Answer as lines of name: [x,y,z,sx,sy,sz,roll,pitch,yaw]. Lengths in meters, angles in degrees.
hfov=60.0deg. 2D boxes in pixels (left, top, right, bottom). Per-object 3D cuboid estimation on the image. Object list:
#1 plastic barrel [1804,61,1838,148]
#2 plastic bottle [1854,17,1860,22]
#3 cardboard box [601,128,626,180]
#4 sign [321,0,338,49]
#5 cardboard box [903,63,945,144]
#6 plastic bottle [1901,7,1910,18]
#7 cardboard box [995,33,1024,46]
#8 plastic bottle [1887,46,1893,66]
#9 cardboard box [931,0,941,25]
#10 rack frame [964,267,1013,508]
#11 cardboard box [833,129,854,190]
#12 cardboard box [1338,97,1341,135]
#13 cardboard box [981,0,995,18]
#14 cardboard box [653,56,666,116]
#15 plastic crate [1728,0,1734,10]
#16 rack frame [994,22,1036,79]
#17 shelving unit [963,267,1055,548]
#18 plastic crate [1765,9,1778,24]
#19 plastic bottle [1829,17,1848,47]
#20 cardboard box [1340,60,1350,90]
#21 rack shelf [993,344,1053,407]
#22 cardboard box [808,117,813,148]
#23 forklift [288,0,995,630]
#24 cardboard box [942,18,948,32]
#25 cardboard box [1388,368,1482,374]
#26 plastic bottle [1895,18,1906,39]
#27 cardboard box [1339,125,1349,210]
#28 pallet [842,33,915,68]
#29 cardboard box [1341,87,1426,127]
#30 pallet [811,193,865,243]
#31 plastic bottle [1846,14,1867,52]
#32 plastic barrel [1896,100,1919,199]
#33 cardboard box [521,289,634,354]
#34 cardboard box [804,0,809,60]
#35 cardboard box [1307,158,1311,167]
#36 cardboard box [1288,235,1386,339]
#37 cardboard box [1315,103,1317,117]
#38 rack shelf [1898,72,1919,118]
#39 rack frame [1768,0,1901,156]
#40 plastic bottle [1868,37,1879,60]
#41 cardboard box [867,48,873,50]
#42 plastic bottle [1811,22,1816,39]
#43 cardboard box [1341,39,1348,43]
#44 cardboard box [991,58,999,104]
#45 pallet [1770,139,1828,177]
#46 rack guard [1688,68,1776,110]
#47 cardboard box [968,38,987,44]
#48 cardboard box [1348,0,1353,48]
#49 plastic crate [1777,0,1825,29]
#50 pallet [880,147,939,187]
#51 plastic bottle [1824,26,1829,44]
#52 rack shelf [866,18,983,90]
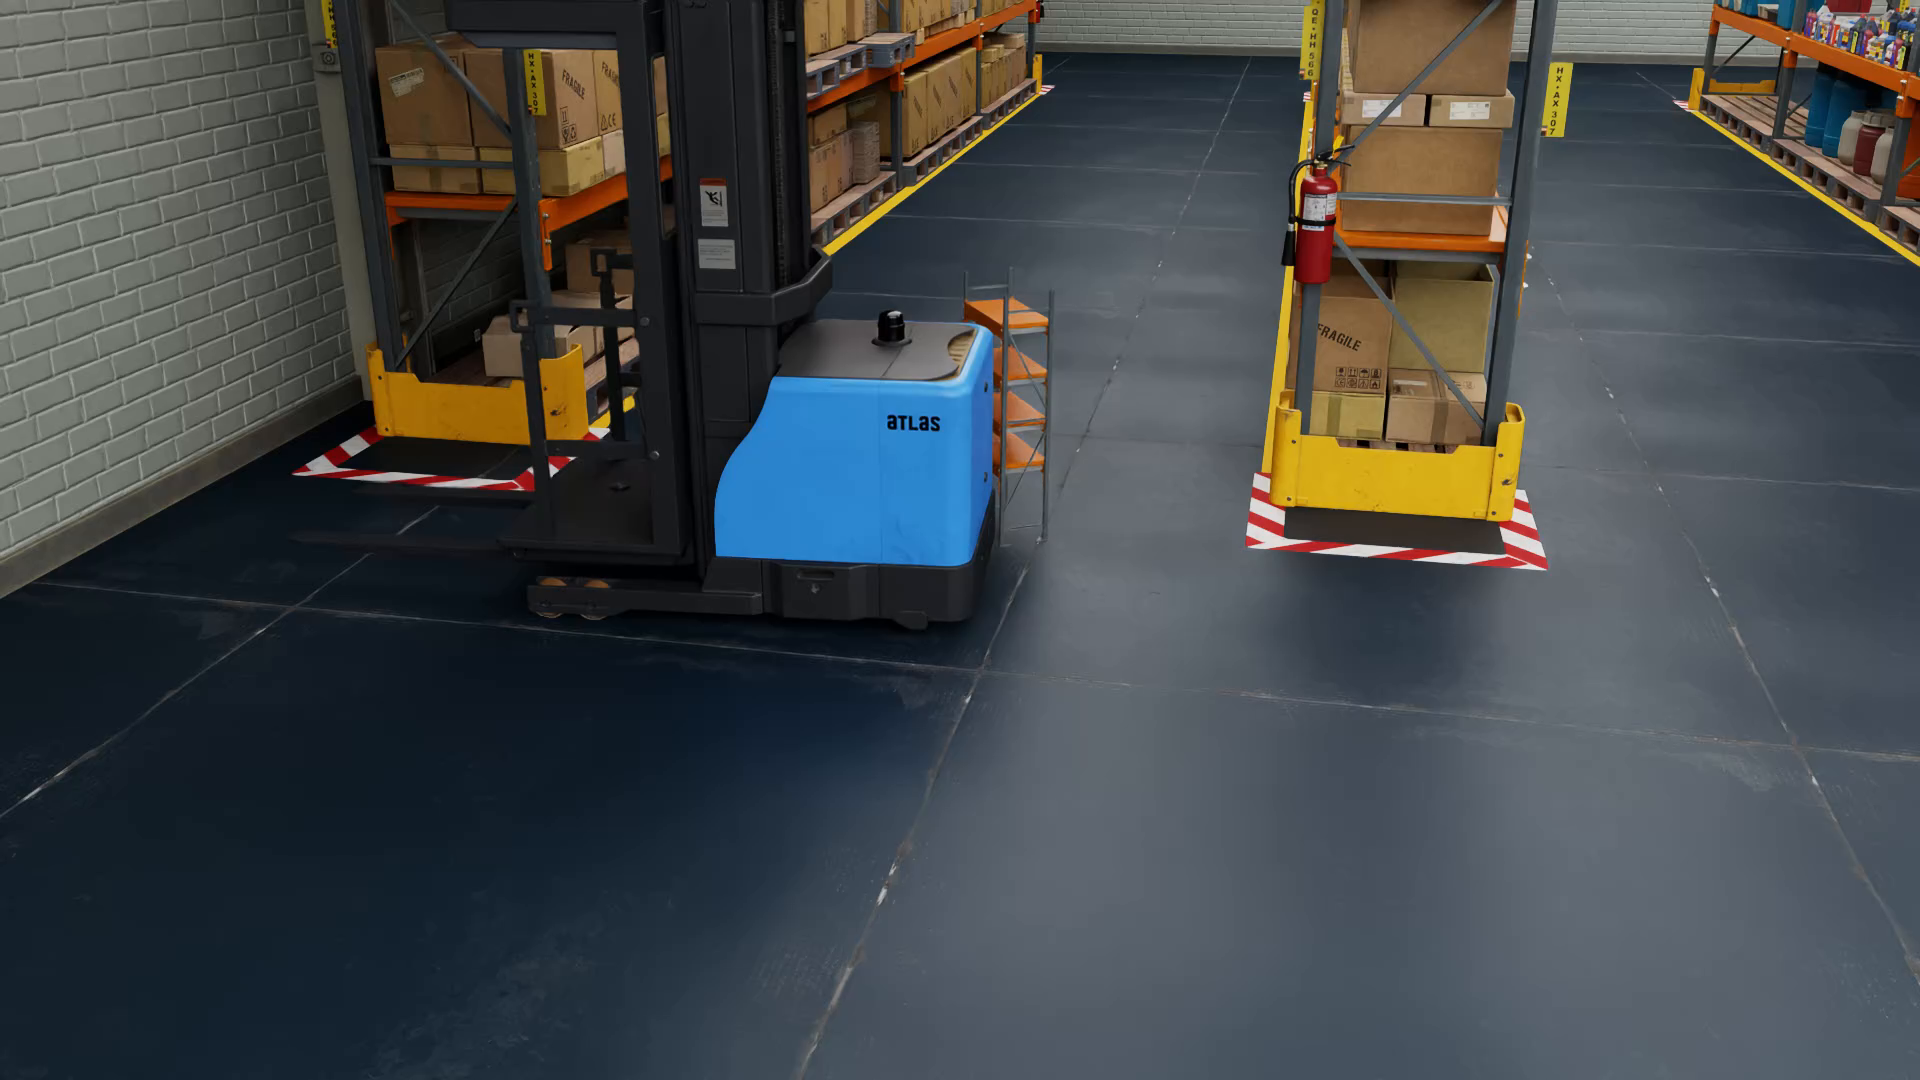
plastic barrel: [9.321,-4.626,17.572,0.600,0.901,0.708,4,22,11]
plastic bottle: [8.941,-5.055,16.555,0.152,0.276,0.135,4,22,11]
cardboard box: [-2.196,-2.254,9.609,0.500,0.250,0.500,4,22,9]
sign: [-3.238,-2.702,8.576,0.100,0.325,0.005,4,22,11]
cardboard box: [-0.603,-4.671,17.753,0.750,0.750,0.750,4,22,11]
plastic bottle: [9.581,-5.219,16.862,0.144,0.351,0.185,4,22,11]
cardboard box: [0.673,-6.832,22.719,0.380,0.149,0.250,4,22,10]
plastic bottle: [8.386,-4.353,14.913,0.097,0.201,0.097,0,22,0]
cardboard box: [-0.498,-5.619,17.231,0.500,0.500,0.500,4,22,11]
rack frame: [0.129,-0.709,8.005,0.240,1.200,0.015,-7,23,-19]
cardboard box: [-1.381,-3.493,15.268,0.700,0.500,0.500,4,22,11]
cardboard box: [2.883,-2.939,11.003,0.700,0.500,0.500,4,22,10]
cardboard box: [-0.124,-6.694,20.058,0.980,0.700,0.700,5,22,12]
cardboard box: [-2.085,-2.777,9.903,0.500,0.500,0.500,4,22,9]
plastic crate: [9.758,-6.710,20.642,0.416,0.233,0.300,4,22,11]
rack frame: [0.566,-7.821,23.257,1.000,3.000,0.127,4,22,11]
shelving unit: [0.215,-0.624,7.794,0.258,1.200,0.503,-7,23,-19]
plastic crate: [9.414,-5.933,18.857,0.437,0.125,0.590,4,22,11]
plastic bottle: [8.792,-5.066,16.584,0.152,0.276,0.135,4,22,11]
cardboard box: [2.306,-2.568,9.213,0.380,0.149,0.250,5,22,12]
rack shelf: [0.217,-0.769,7.736,0.258,0.148,0.480,-7,23,-19]
cardboard box: [-1.560,-3.447,14.150,0.500,0.250,0.500,4,22,9]
forklift: [-1.395,-1.213,6.941,3.031,2.935,1.130,3,22,6]
cardboard box: [-0.344,-5.644,18.162,0.380,0.149,0.250,4,22,9]
cardboard box: [2.577,-0.875,9.128,0.500,0.250,0.500,4,22,11]
plastic bottle: [9.381,-5.059,16.571,0.097,0.271,0.097,0,22,0]
cardboard box: [2.362,-2.001,8.674,0.700,0.500,0.500,5,22,12]
pallet: [-1.108,-4.537,15.361,1.213,0.211,1.003,4,22,11]
cardboard box: [2.043,-2.094,8.037,0.380,0.149,0.250,4,22,10]
pallet: [-1.478,-2.871,14.699,1.003,0.211,1.213,4,22,11]
plastic bottle: [8.669,-4.887,16.038,0.144,0.351,0.185,4,22,11]
plastic barrel: [8.715,-3.508,14.892,0.600,0.830,0.708,4,22,11]
cardboard box: [-2.353,-1.381,10.277,0.500,0.311,0.500,6,23,15]
cardboard box: [-1.624,-4.070,13.221,0.700,0.500,0.500,7,23,16]
cardboard box: [3.080,-2.962,13.560,0.500,0.311,0.500,4,22,10]
cardboard box: [2.159,-1.446,9.543,0.500,0.500,0.500,4,22,11]
cardboard box: [3.952,-4.305,17.284,0.500,0.500,0.500,4,22,9]
rack shelf: [8.224,-3.075,12.435,1.077,0.370,4.000,4,22,11]
rack frame: [9.448,-5.603,17.749,1.000,3.000,0.127,4,22,11]
plastic bottle: [8.505,-4.567,15.444,0.097,0.201,0.097,0,22,0]
cardboard box: [-0.773,-4.890,16.291,0.380,0.149,0.250,4,22,10]
plastic bottle: [8.923,-5.316,17.305,0.097,0.201,0.097,0,22,0]
cardboard box: [2.569,-3.037,10.378,0.380,0.149,0.250,4,22,10]
cardboard box: [0.109,-5.842,21.128,0.700,0.500,0.500,4,22,10]
pallet: [9.250,-4.030,17.578,1.003,0.211,1.213,4,22,11]
rack guard: [10.257,-5.916,21.873,1.175,0.500,0.348,4,22,11]
cardboard box: [0.146,-6.584,22.103,0.380,0.149,0.250,5,22,12]
cardboard box: [2.679,-3.173,9.847,0.700,0.500,0.500,4,22,11]
plastic crate: [9.210,-5.820,18.230,0.392,0.384,0.575,4,22,11]
pallet: [-0.832,-3.884,17.215,1.003,0.211,1.213,4,22,11]
plastic bottle: [8.816,-5.125,16.829,0.097,0.201,0.097,0,22,0]
rack shelf: [-0.658,-5.293,17.943,1.077,0.370,4.000,4,22,11]
